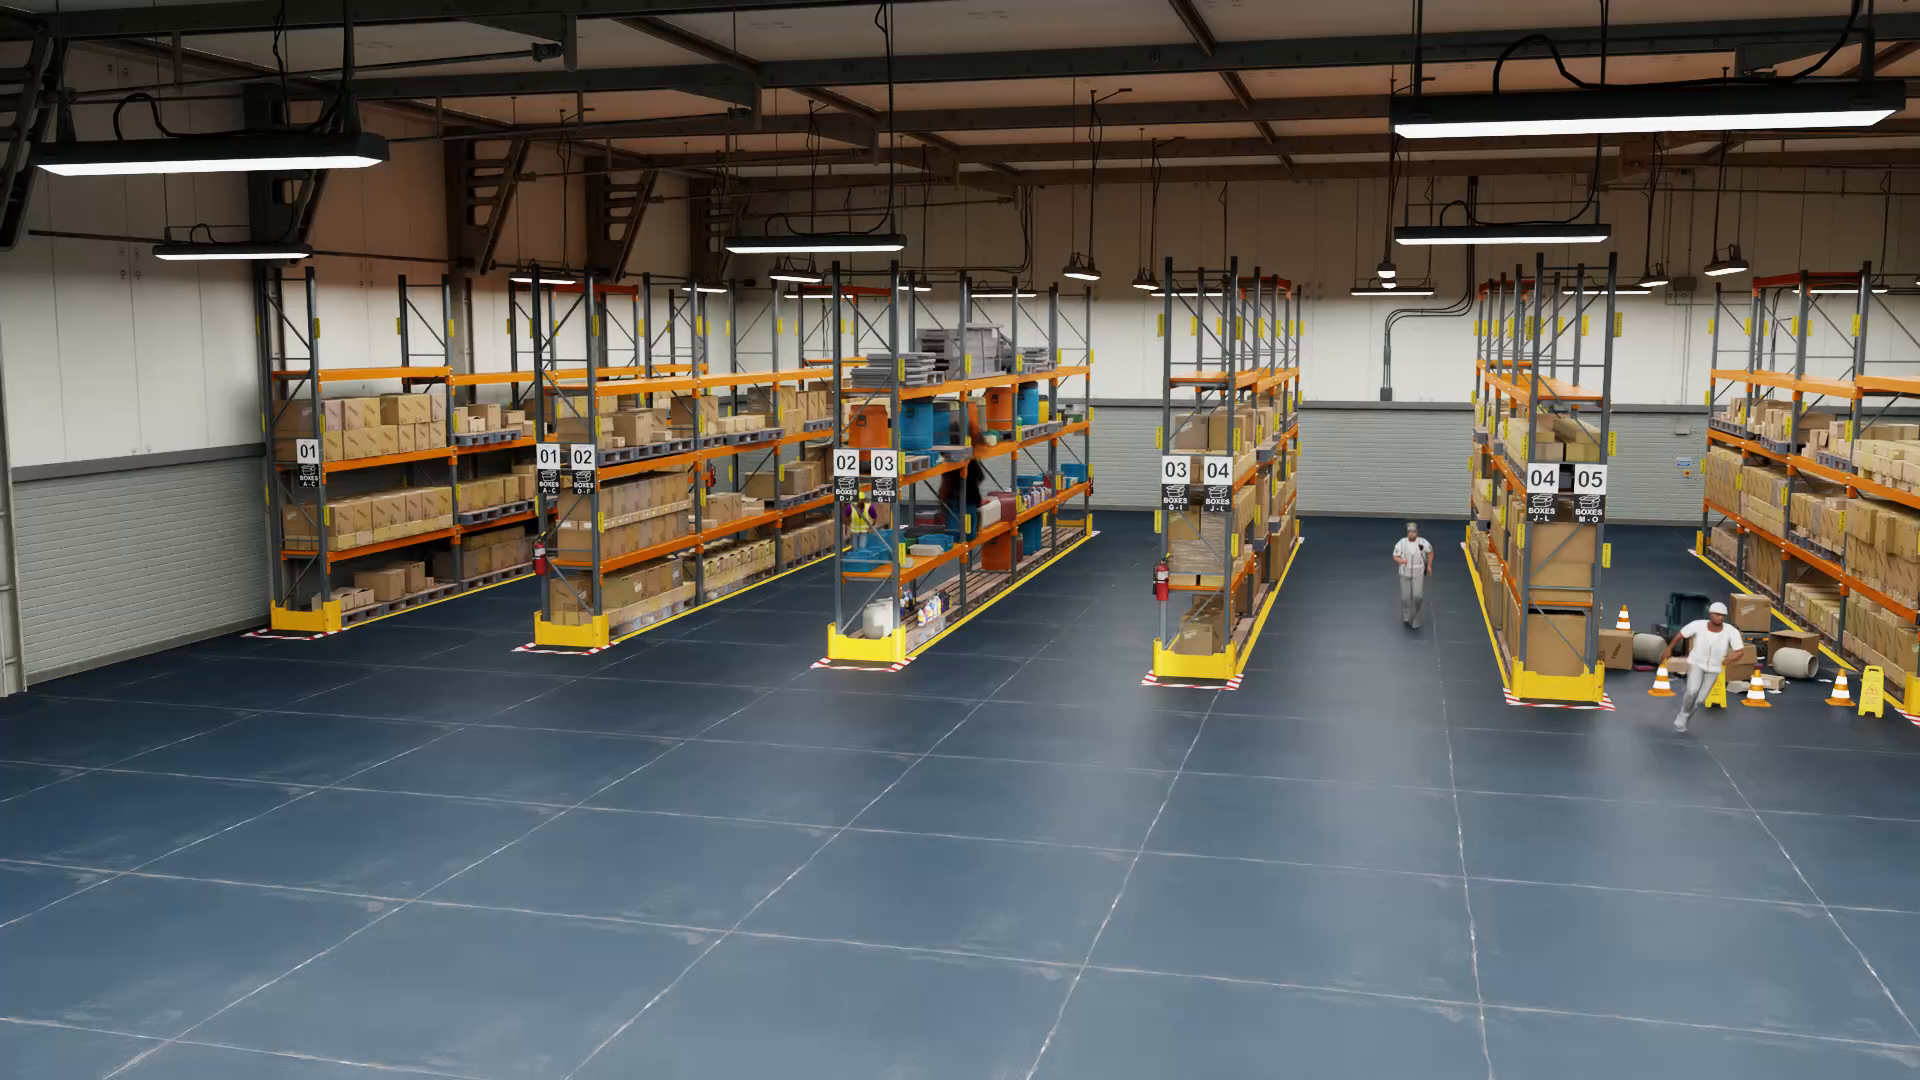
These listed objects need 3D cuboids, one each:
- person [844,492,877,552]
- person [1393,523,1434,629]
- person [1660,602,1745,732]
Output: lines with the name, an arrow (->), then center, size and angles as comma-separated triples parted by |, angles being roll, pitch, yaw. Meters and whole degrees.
person -> -2.042, -0.161, 34.171 | 0.699, 1.692, 0.707 | 0, 7, -1
person -> 7.598, 0.601, 27.930 | 0.649, 1.816, 0.828 | 2, 8, 17
person -> 9.206, 1.587, 20.568 | 0.878, 1.668, 0.709 | 1, 7, 10
